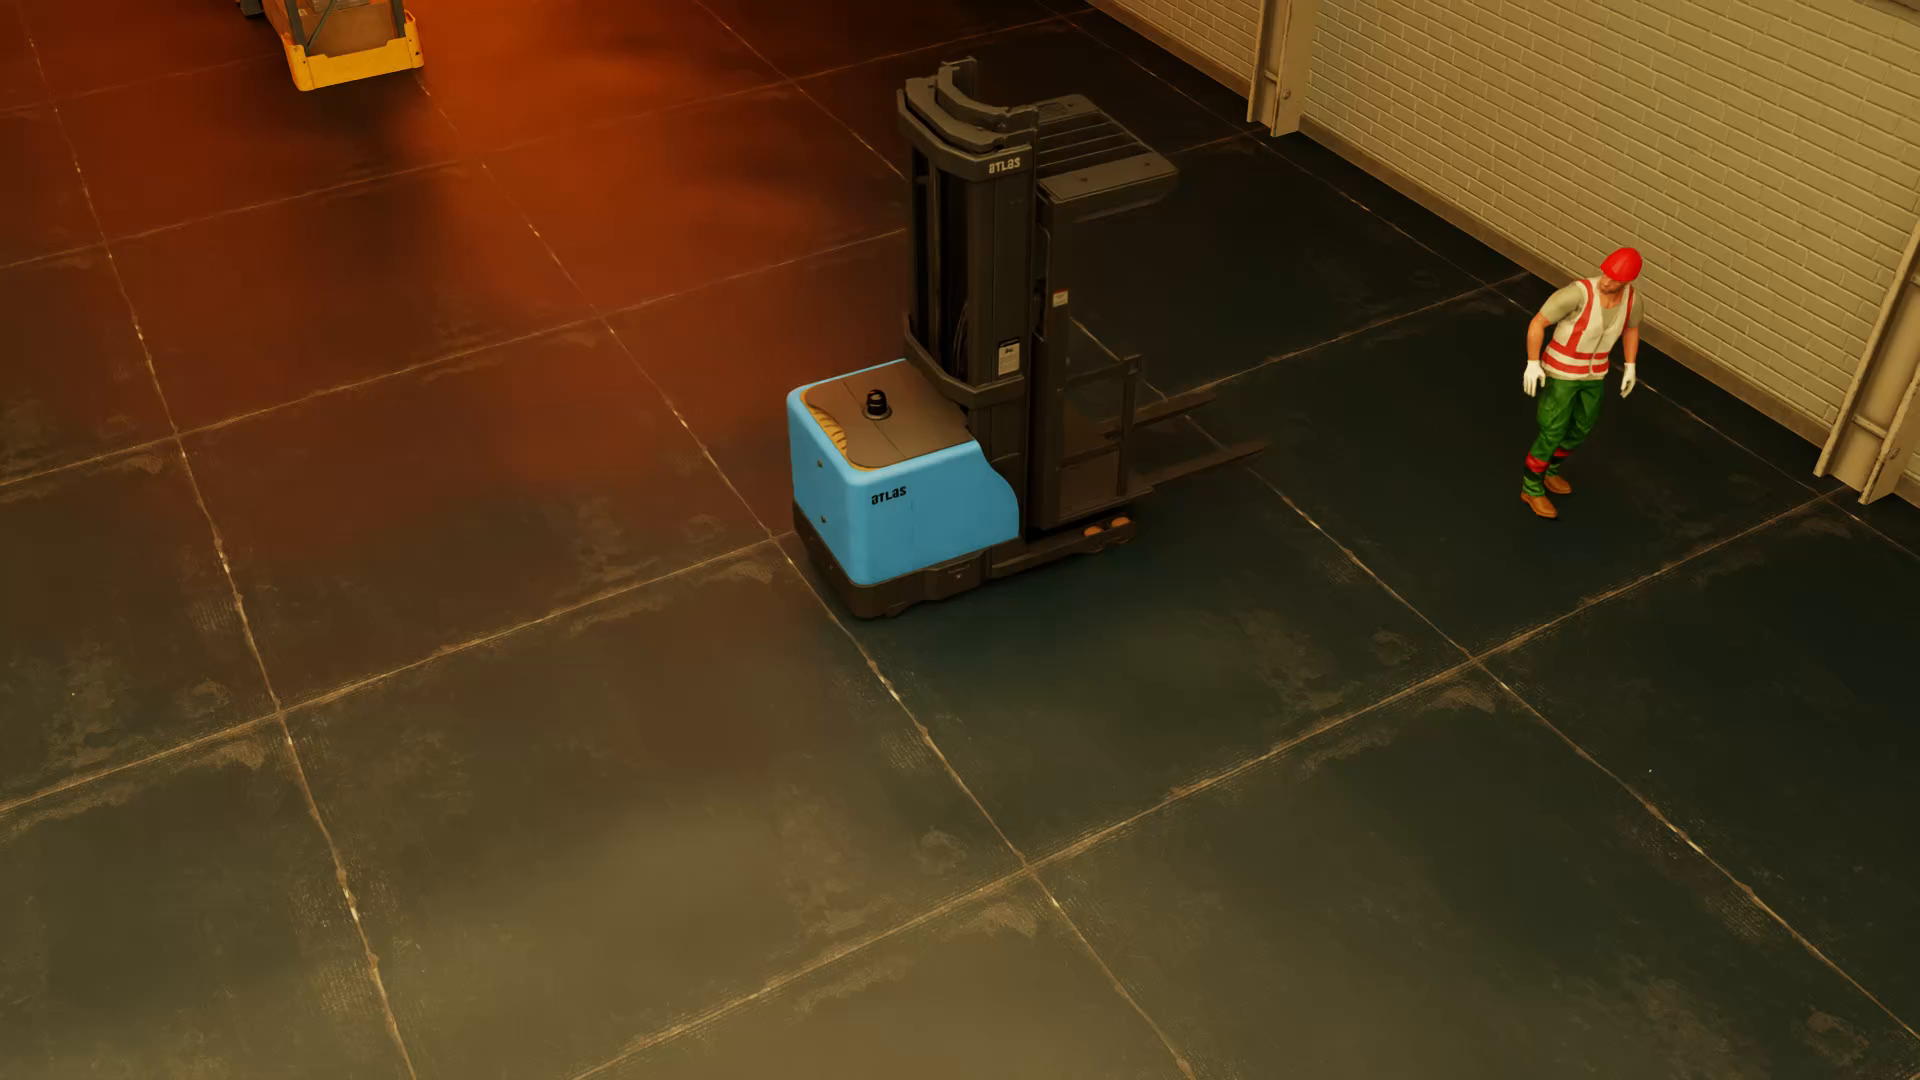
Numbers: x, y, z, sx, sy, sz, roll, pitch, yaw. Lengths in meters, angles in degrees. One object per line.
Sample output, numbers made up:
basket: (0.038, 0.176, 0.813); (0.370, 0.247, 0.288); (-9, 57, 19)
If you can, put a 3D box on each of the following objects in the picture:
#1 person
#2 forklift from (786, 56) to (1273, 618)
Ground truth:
person: (3.796, -0.977, 10.126); (0.761, 1.768, 0.504); (-12, 41, -14)
forklift: (0.520, -1.331, 9.641); (3.031, 2.935, 1.130); (-18, 43, -20)
